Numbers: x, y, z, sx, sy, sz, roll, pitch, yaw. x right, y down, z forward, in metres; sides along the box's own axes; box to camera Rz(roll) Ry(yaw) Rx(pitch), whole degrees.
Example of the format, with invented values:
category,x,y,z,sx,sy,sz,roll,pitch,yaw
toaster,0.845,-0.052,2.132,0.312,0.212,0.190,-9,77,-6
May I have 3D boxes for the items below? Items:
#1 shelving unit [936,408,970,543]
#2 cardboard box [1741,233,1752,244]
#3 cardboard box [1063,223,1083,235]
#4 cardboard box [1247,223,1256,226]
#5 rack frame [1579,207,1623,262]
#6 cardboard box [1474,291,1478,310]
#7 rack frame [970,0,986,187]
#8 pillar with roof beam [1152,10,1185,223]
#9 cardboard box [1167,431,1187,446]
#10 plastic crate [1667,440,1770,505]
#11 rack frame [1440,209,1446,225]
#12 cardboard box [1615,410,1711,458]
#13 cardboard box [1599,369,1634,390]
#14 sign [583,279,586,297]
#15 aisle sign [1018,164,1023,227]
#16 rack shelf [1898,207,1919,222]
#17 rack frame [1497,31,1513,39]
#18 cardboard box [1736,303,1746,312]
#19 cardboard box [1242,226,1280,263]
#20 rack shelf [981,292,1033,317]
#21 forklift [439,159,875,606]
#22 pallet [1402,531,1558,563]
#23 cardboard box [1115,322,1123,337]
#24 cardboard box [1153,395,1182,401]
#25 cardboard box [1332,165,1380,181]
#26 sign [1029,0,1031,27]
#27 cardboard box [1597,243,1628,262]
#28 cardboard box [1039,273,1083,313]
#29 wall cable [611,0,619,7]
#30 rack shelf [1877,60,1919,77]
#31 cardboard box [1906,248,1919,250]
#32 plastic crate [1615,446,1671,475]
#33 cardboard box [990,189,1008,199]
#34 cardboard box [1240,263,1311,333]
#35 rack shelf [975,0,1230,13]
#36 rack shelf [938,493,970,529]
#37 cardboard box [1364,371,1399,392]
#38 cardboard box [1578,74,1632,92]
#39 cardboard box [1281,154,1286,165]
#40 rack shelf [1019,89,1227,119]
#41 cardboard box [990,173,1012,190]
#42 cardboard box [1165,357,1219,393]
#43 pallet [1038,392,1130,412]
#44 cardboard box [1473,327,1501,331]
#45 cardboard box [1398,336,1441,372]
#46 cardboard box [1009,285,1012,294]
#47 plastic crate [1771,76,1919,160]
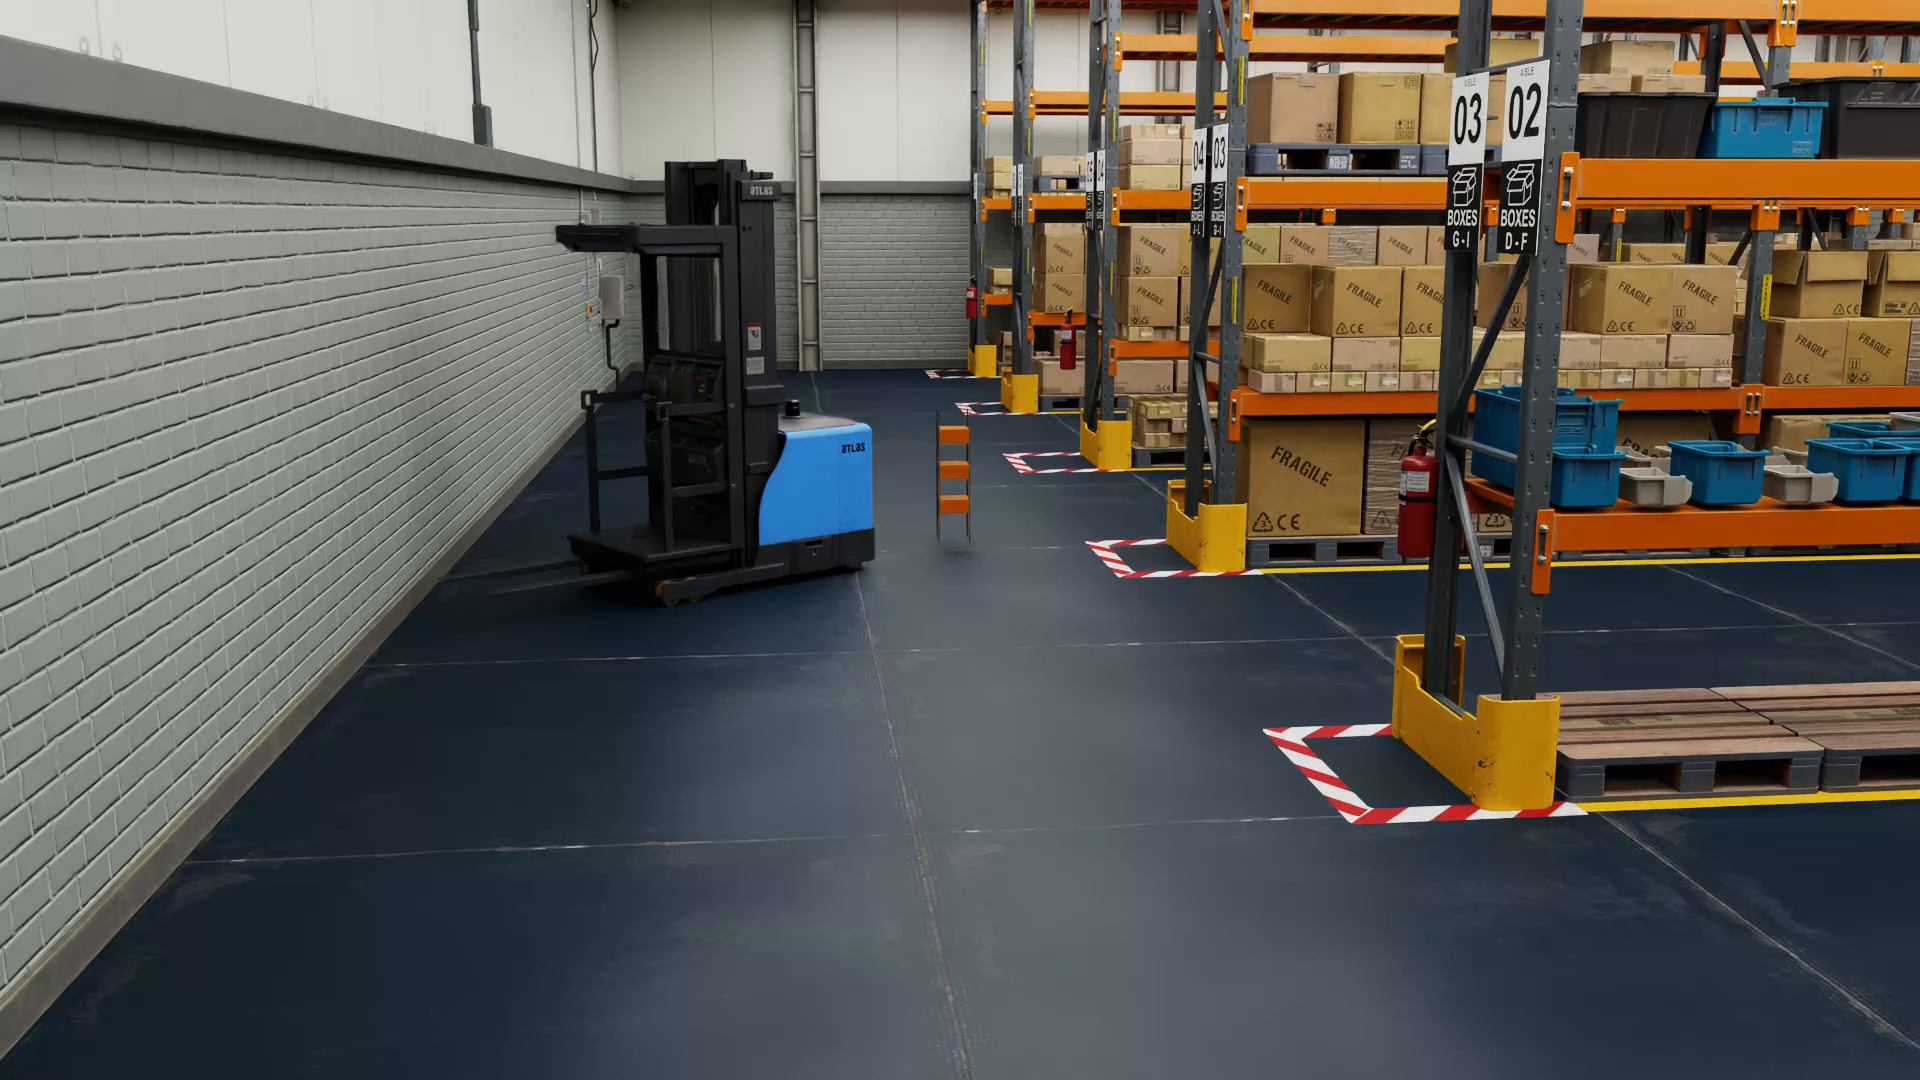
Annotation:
category,x,y,z,sx,sy,sz,roll,pitch,yaw
shelving unit,-0.053,-0.514,13.261,0.252,1.050,0.215,-1,11,-6
cardboard box,11.176,-4.232,23.320,0.250,0.149,0.380,-1,11,-3
cardboard box,1.457,-4.079,21.806,0.250,0.149,0.380,-1,11,-5
cardboard box,3.753,-4.125,22.039,0.250,0.149,0.380,-1,11,-7
rack frame,8.774,-3.414,22.958,0.127,3.000,1.000,-1,11,-6
cardboard box,6.787,-3.243,22.477,0.500,0.250,0.500,-1,11,-7
rack frame,0.281,-7.143,26.373,0.127,3.000,1.000,-1,11,-6
pillar with roof beam,3.933,-6.559,23.403,0.400,9.000,9.100,-1,11,-6
cardboard box,2.263,-1.078,17.378,0.250,0.149,0.380,-1,11,-6
plastic crate,3.362,-0.300,7.397,0.300,0.233,0.416,-1,11,-6
rack frame,8.234,-4.366,27.800,0.127,3.000,1.000,-1,11,-6
cardboard box,5.203,-0.595,13.040,0.875,0.875,0.875,-1,11,-6
cardboard box,4.833,-1.222,12.458,0.250,0.149,0.380,-1,11,-5
sign,-4.838,-3.248,21.410,0.001,0.218,0.327,-1,11,-6
aisle sign,0.781,-4.466,21.569,0.004,0.787,0.394,-1,11,-6
rack shelf,14.739,-4.658,23.374,4.000,0.370,1.077,-1,11,-6
rack frame,5.433,-5.327,17.137,0.127,3.000,1.000,-1,11,-6
cardboard box,8.218,-2.436,17.548,0.250,0.149,0.380,-1,11,-7
cardboard box,2.952,-2.963,17.039,0.500,0.500,0.500,-1,11,-7
rack shelf,2.270,-3.888,27.233,4.000,0.370,1.077,-1,11,-6
forklift,-2.070,-1.112,11.427,3.031,2.935,1.130,-10,15,-40
pallet,3.888,-0.035,12.999,1.213,0.211,1.003,-1,11,-6
cardboard box,1.750,-2.238,17.627,0.250,0.149,0.380,-1,11,-6
cardboard box,2.211,-1.453,17.743,0.250,0.149,0.380,-1,11,-5
cardboard box,3.971,-3.701,17.030,0.500,0.250,0.500,-1,11,-7
sign,0.875,-6.621,20.884,0.005,0.325,0.100,-1,11,-6
cardboard box,9.196,-3.878,23.199,0.500,0.500,0.500,-2,11,-8
cardboard box,1.329,-3.251,21.871,0.500,0.500,0.500,-1,11,-7
wall cable,-5.468,-10.000,26.487,0.133,3.039,2.988,-1,11,-6
rack shelf,11.398,-4.903,17.881,4.000,0.370,1.077,-1,11,-6
cardboard box,7.802,-2.014,12.979,0.637,0.503,0.797,-1,11,-4
plastic crate,3.217,-0.349,7.894,0.243,0.136,0.396,-1,11,-6
cardboard box,0.623,-5.510,26.494,0.250,0.149,0.380,-1,11,-5
cardboard box,2.347,-1.848,12.665,0.500,0.500,0.500,-1,11,-5
rack shelf,2.270,-8.462,26.334,4.000,0.370,1.077,-1,11,-6
rack shelf,-0.053,-0.231,13.317,0.240,0.259,0.215,-1,11,-6
cardboard box,3.048,-1.184,12.268,0.250,0.149,0.380,-1,11,-7
cardboard box,4.561,-3.168,12.324,0.500,0.500,0.700,-1,11,-3
cardboard box,3.446,-3.933,16.916,0.500,0.250,0.500,-2,11,-8
rack shelf,2.809,-5.683,21.852,4.000,0.370,1.077,-1,11,-6
cardboard box,0.752,-5.700,26.429,0.500,0.250,0.500,-1,11,-7
cardboard box,3.272,-2.268,22.684,0.875,0.438,0.875,-2,11,-8
pallet,1.607,-1.911,22.540,1.213,0.211,1.003,-1,11,-6
cardboard box,3.872,-1.513,12.906,0.500,0.250,0.500,-1,11,-6
cardboard box,3.414,-1.399,12.328,0.500,0.250,0.500,-2,11,-8
cardboard box,0.886,-4.044,26.815,0.250,0.149,0.380,-1,11,-5
plastic crate,3.975,-1.818,7.222,0.767,0.338,0.504,-1,11,-6
